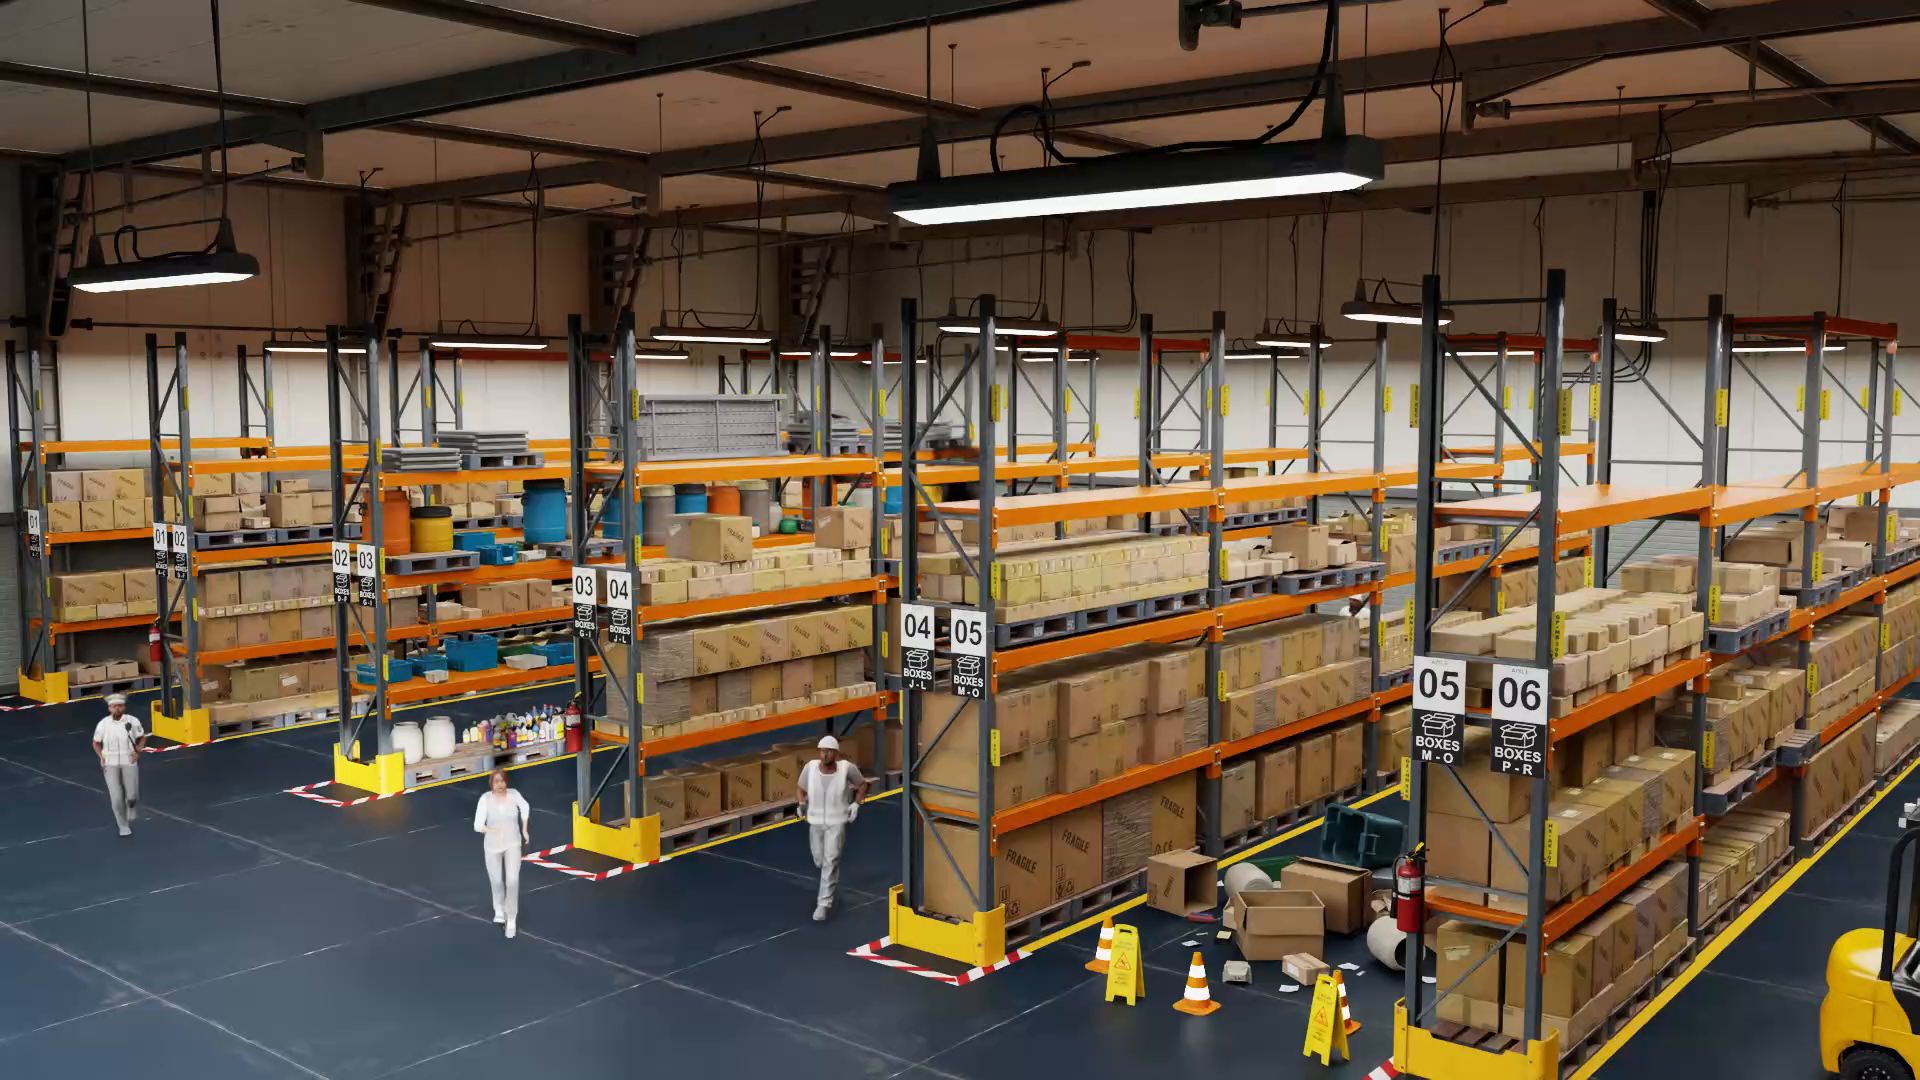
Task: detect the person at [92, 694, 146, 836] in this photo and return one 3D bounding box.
[{"bbox_3d":[-9.804,2.596,19.404,0.561,1.655,0.570,-2,6,-26],"label":"person"}]

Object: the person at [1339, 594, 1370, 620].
[{"bbox_3d":[6.718,1.736,28.384,0.691,1.718,0.676,3,6,32],"label":"person"}]

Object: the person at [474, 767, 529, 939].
[{"bbox_3d":[-4.339,2.952,15.780,0.503,1.625,0.765,-1,5,-15],"label":"person"}]

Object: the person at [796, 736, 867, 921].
[{"bbox_3d":[-1.295,2.809,16.584,0.690,1.764,0.982,1,5,10],"label":"person"}]
